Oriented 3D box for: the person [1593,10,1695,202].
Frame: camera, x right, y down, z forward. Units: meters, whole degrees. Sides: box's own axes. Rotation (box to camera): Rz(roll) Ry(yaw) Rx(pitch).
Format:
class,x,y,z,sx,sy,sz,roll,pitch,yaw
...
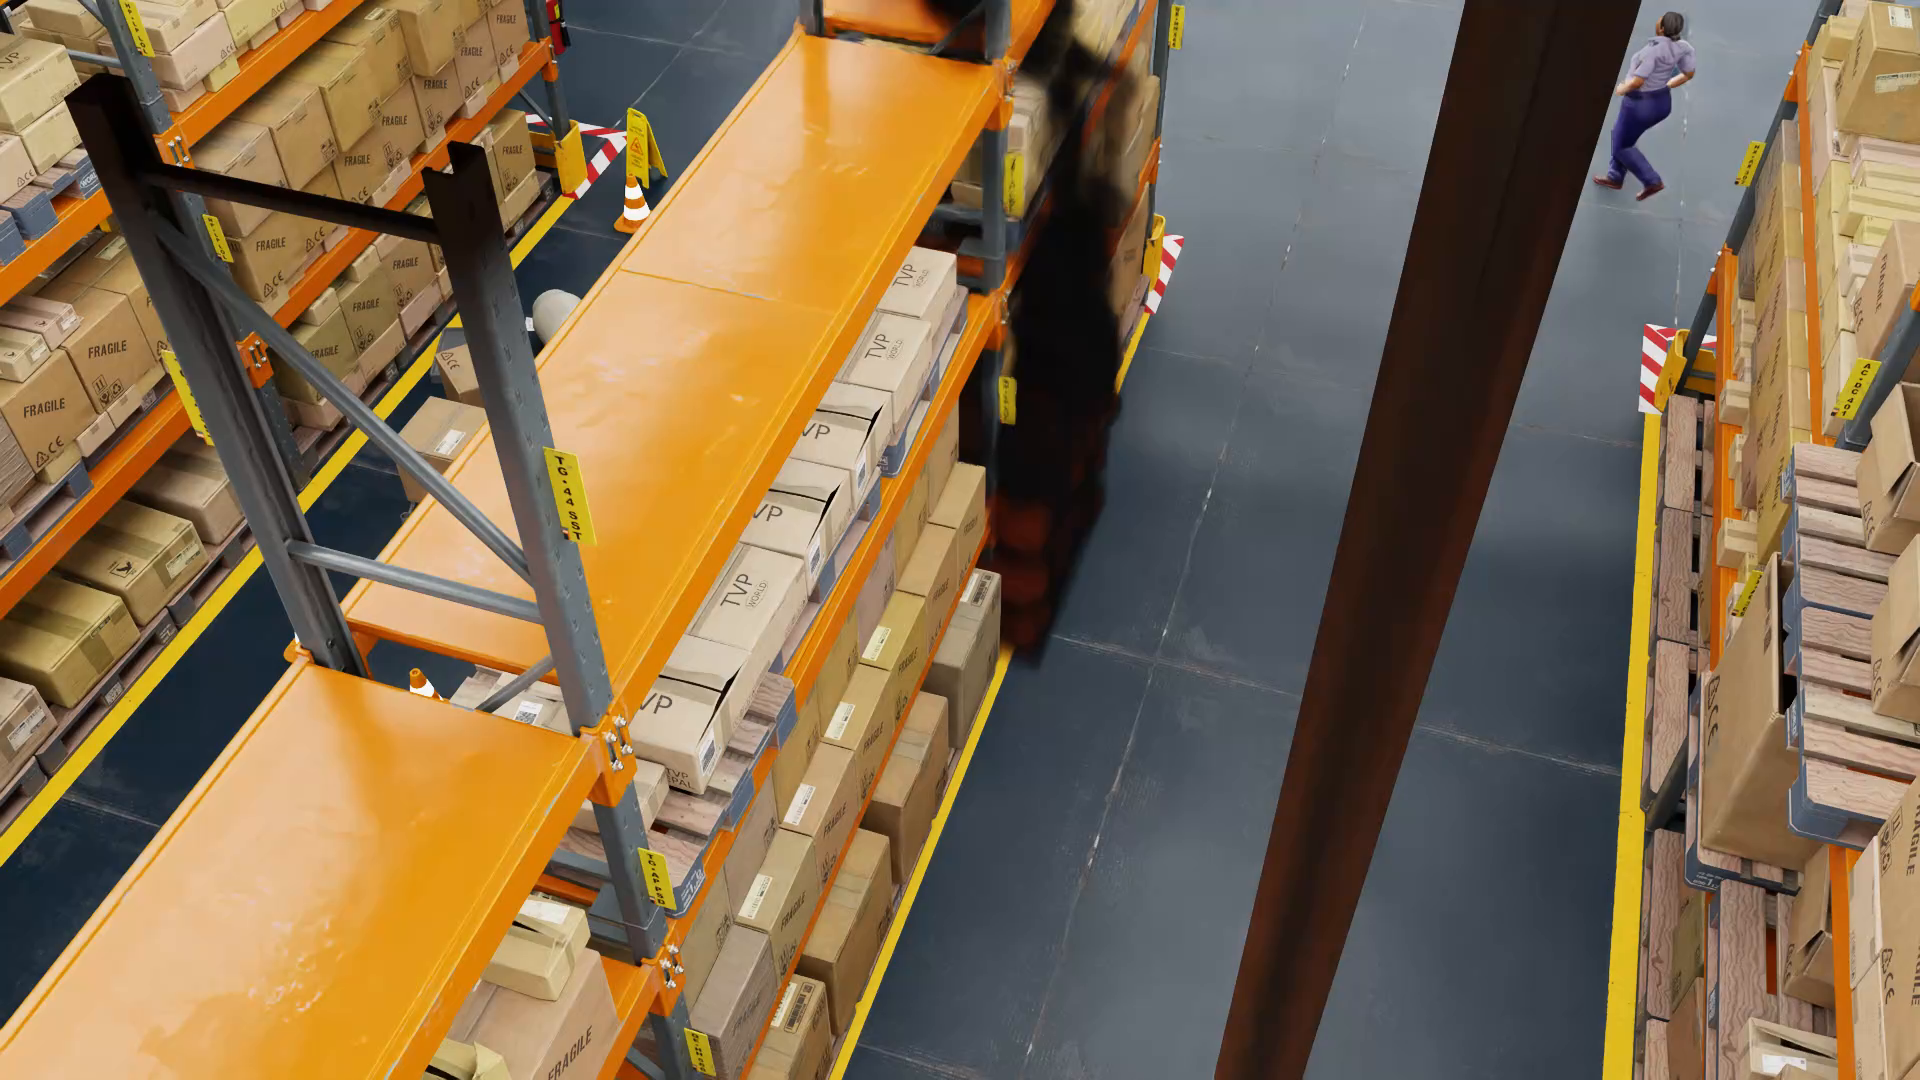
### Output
class,x,y,z,sx,sy,sz,roll,pitch,yaw
person,5.525,-3.410,13.309,0.605,1.653,0.746,-21,49,-19
